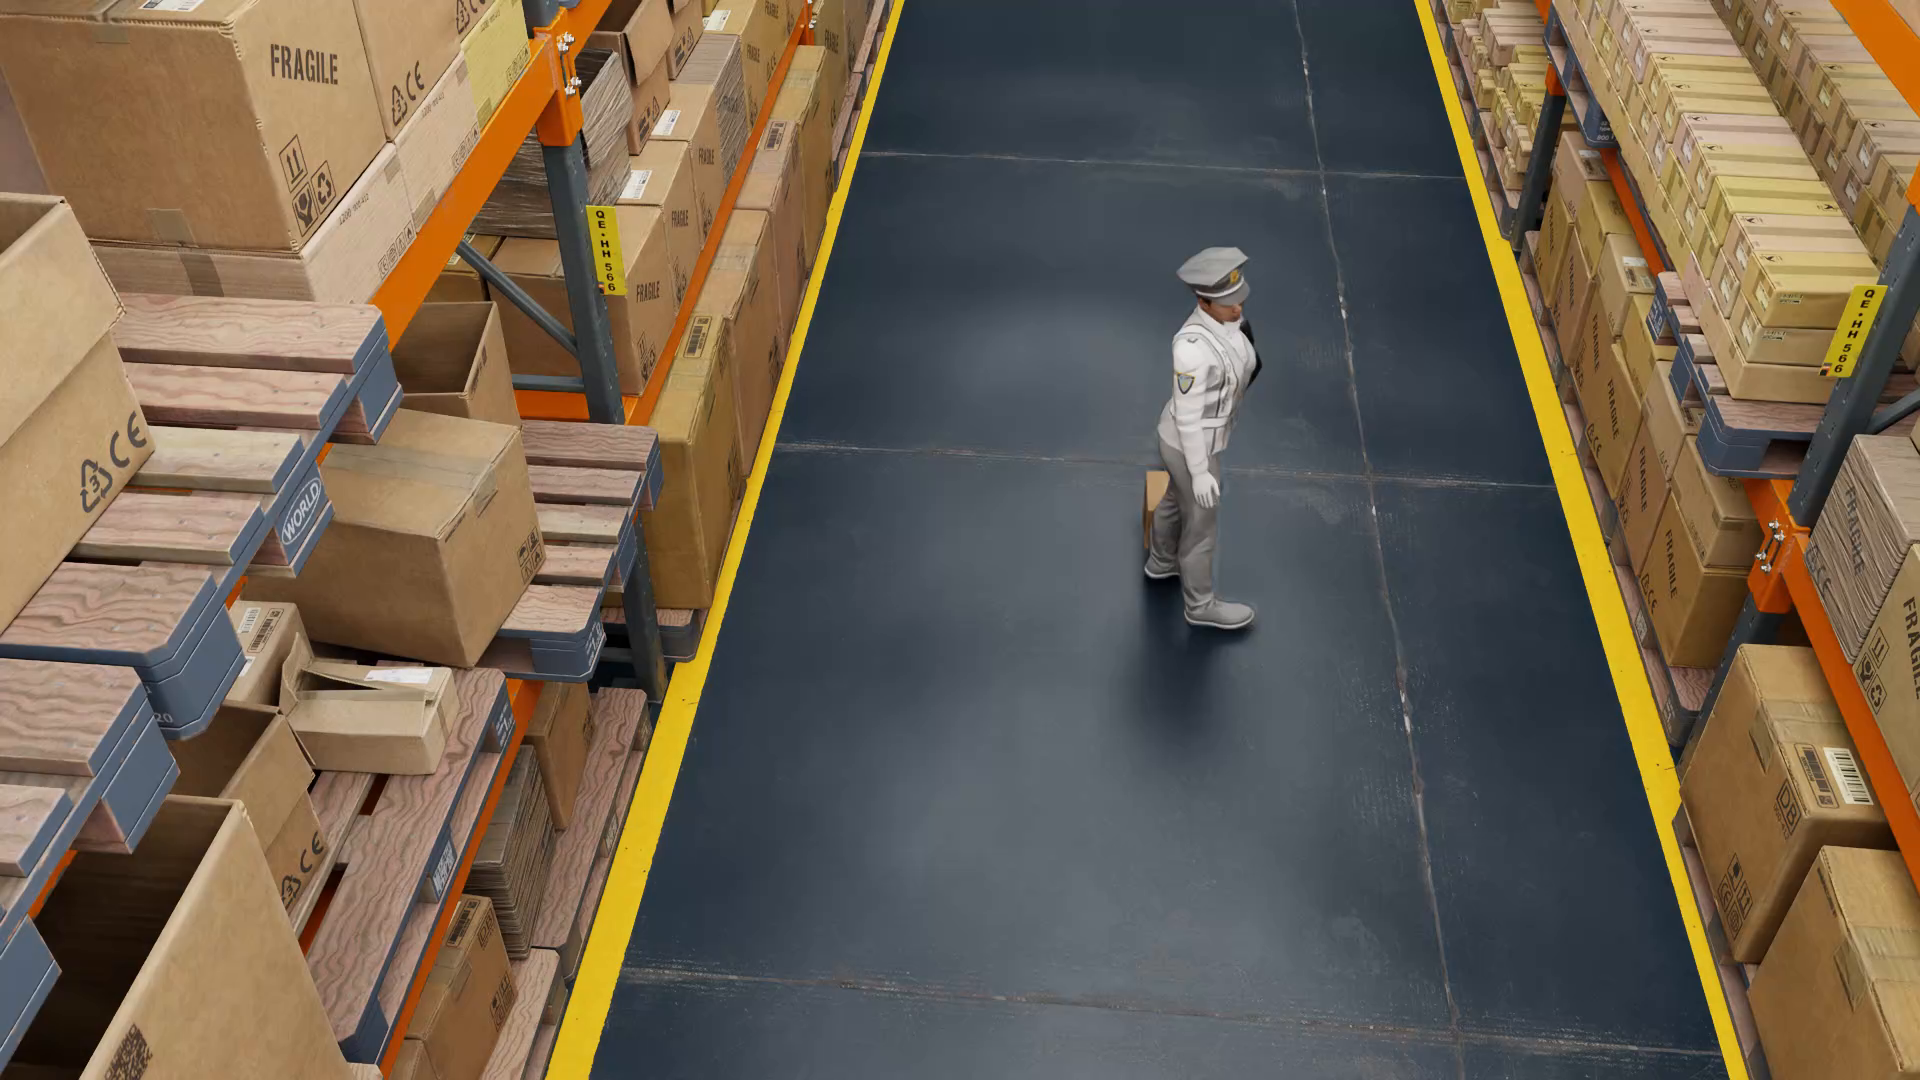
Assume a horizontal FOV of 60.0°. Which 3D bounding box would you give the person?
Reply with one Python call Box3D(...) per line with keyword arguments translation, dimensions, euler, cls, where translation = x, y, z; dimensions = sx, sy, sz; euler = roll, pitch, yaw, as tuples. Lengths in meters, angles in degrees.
Box3D(translation=(1.013, -0.382, 6.560), dimensions=(0.511, 1.682, 0.554), euler=(13, 42, 15), cls="person")
